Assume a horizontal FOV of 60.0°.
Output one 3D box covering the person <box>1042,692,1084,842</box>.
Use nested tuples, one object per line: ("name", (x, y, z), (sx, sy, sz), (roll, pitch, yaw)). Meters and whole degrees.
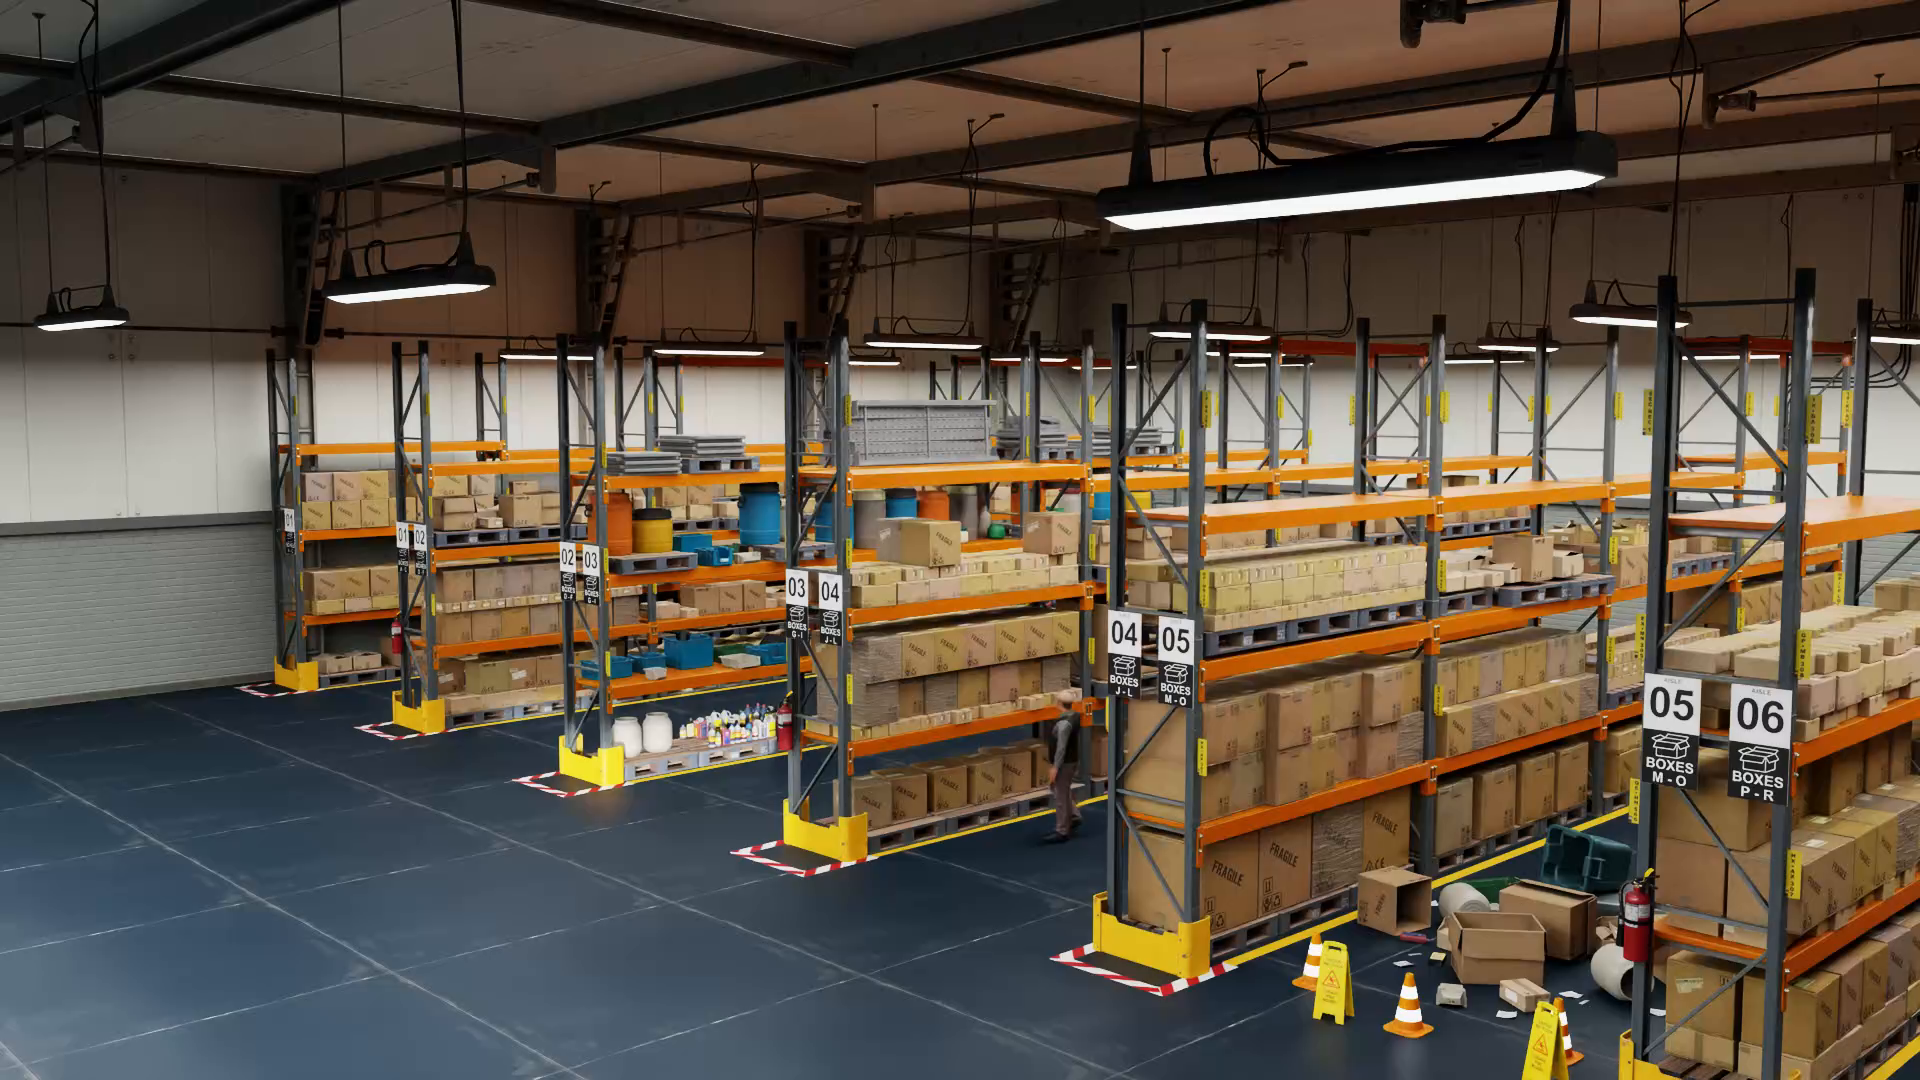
("person", (1.213, 2.622, 19.412), (0.459, 1.722, 0.610), (1, 5, 8))

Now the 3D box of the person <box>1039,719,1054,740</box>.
("person", (1.186, 2.283, 23.852), (0.377, 1.665, 0.514), (2, 6, 26))
